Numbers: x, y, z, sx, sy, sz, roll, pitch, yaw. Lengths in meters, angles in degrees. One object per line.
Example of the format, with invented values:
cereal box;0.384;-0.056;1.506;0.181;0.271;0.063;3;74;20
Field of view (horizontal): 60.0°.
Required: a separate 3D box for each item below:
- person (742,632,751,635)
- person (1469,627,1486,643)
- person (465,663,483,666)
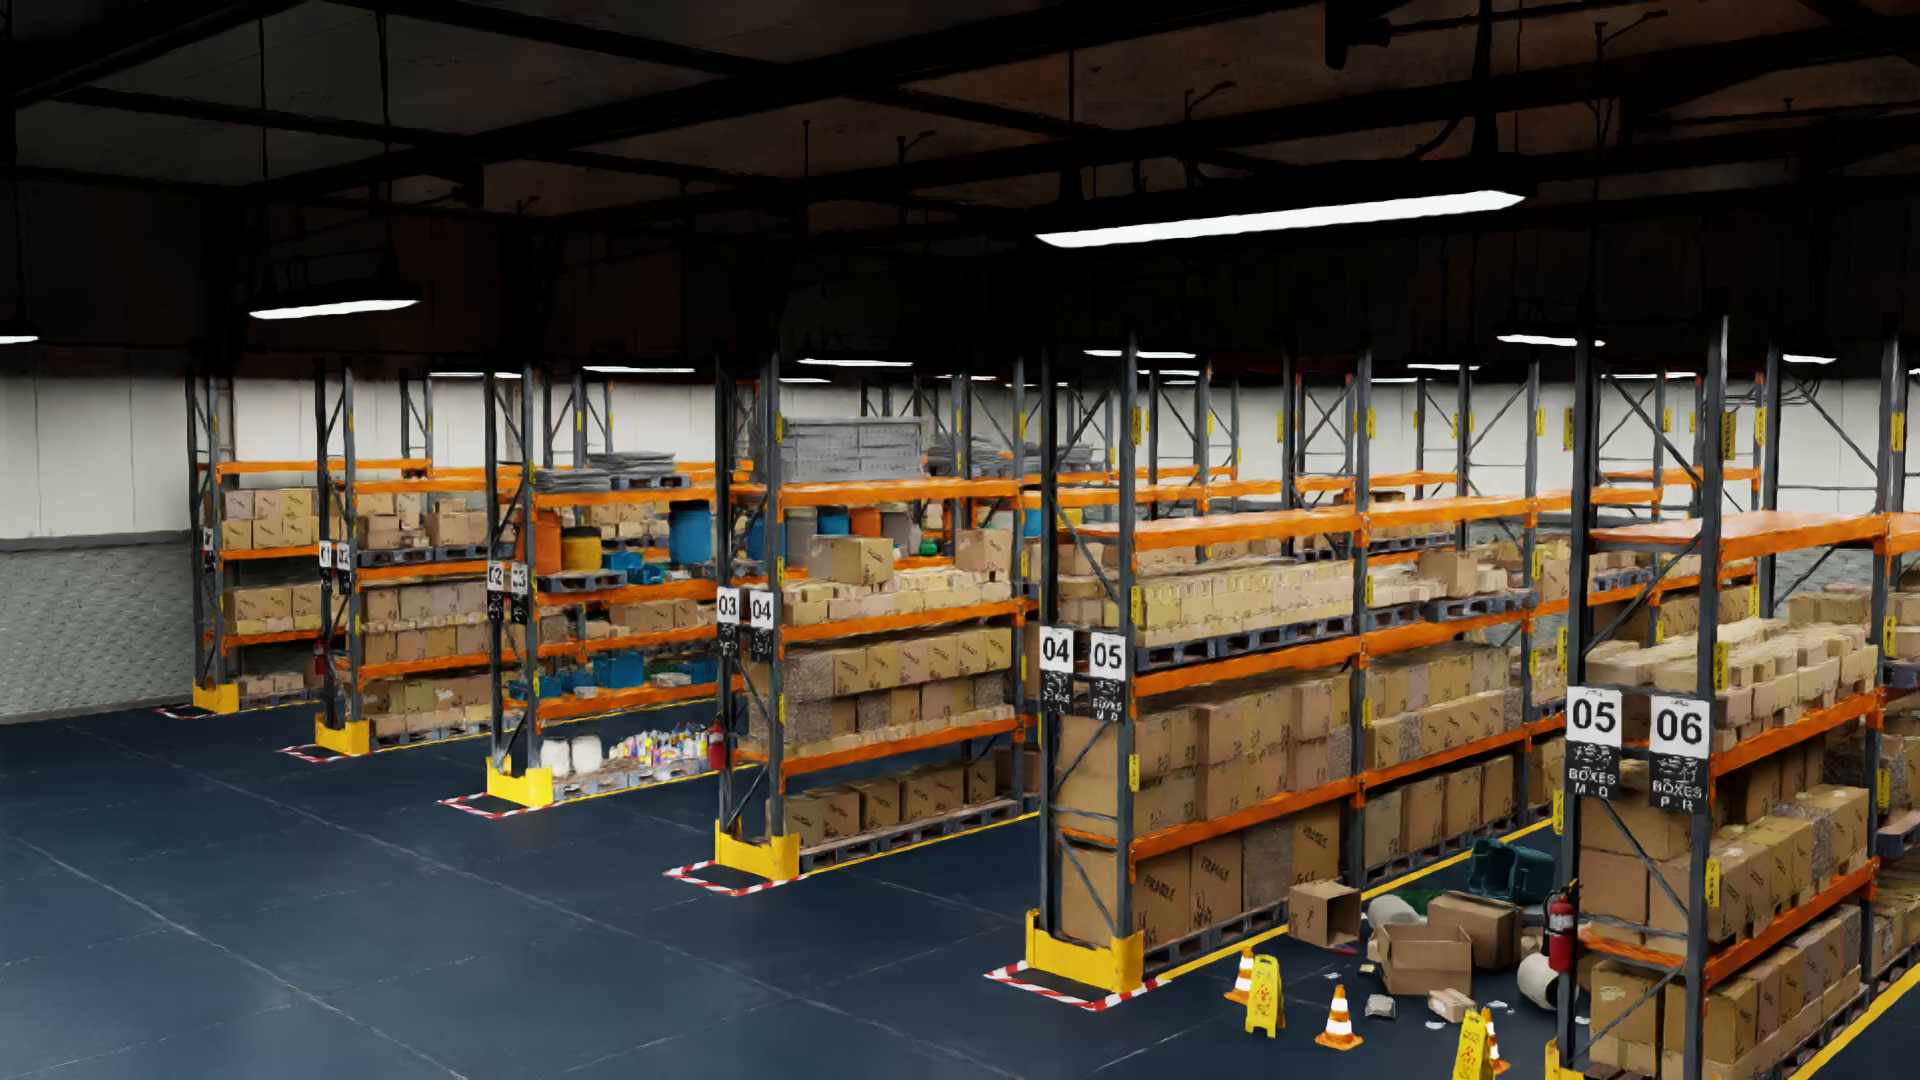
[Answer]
person;-4.277;1.781;33.707;1.088;1.574;0.447;-4;6;-44
person;9.780;1.938;31.370;0.571;1.668;0.506;1;4;8
person;-8.921;2.015;30.589;0.831;1.620;0.603;-4;6;-41
